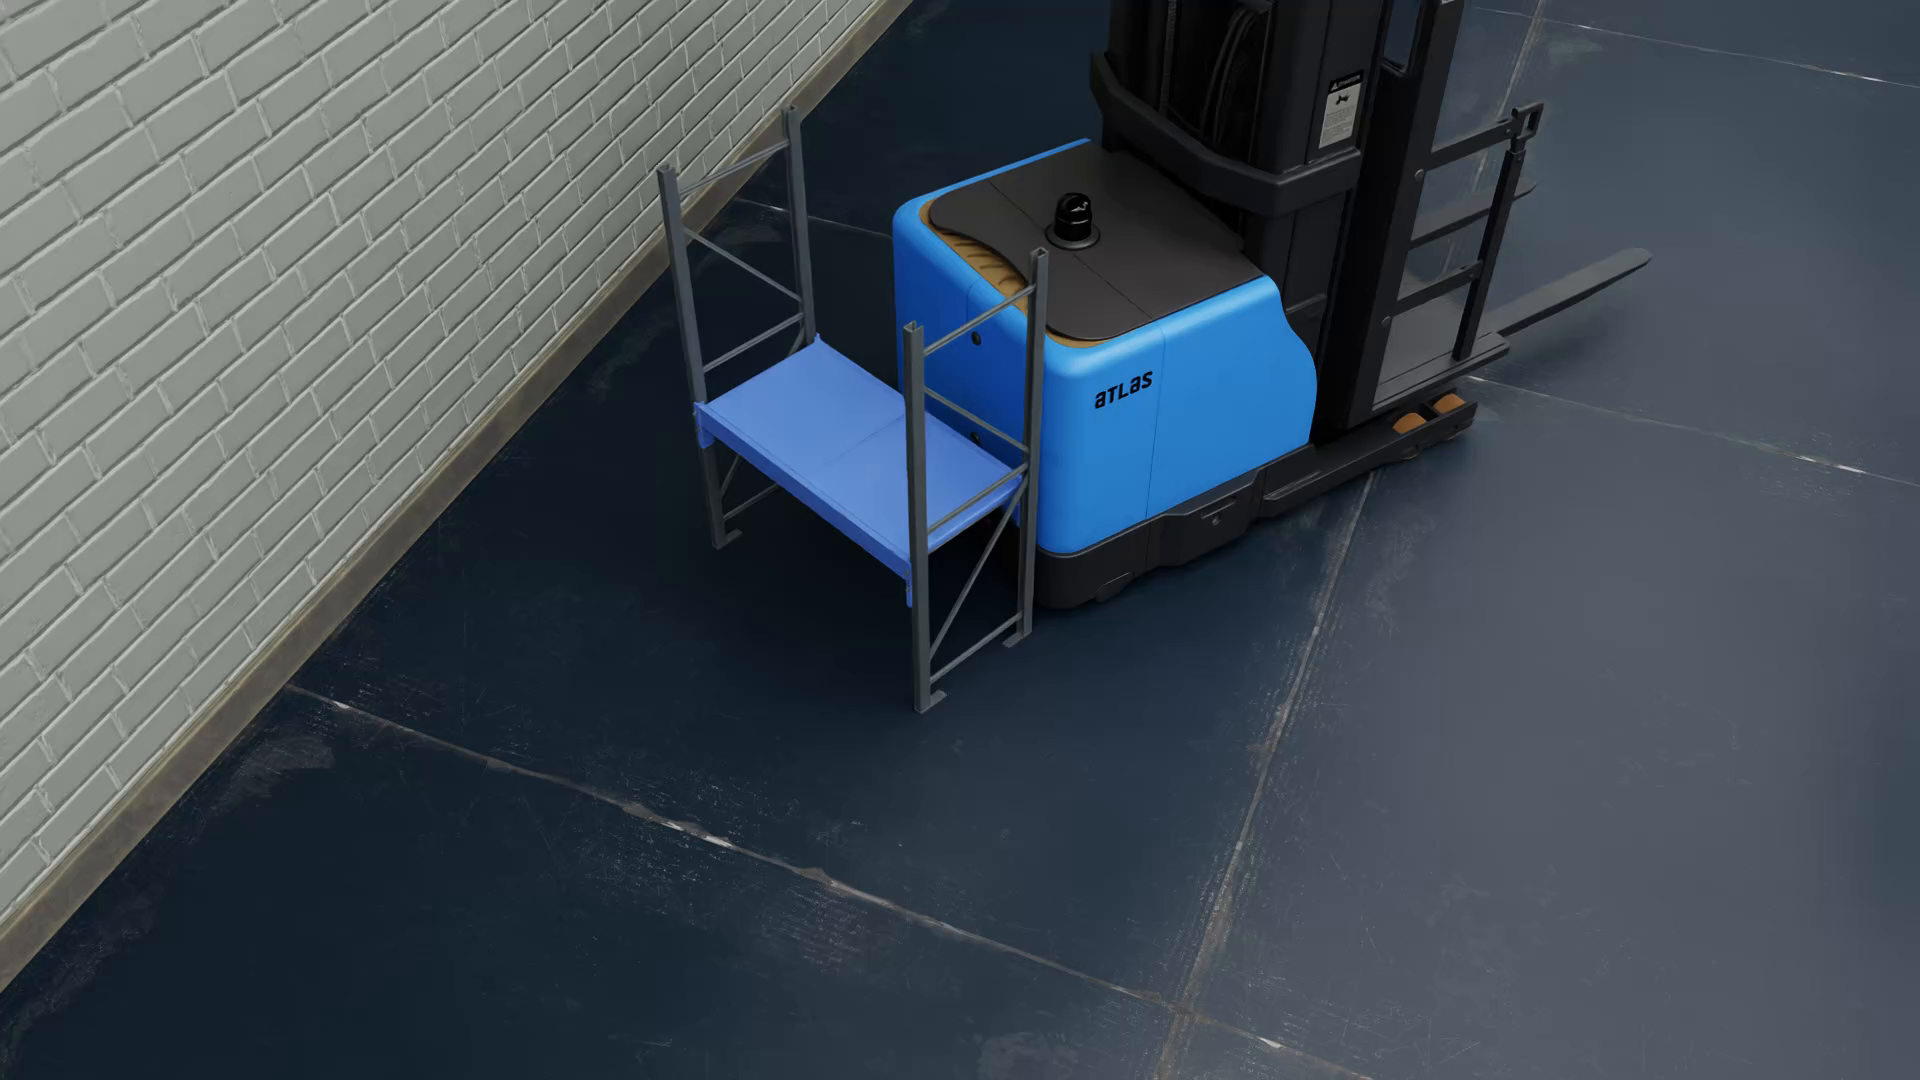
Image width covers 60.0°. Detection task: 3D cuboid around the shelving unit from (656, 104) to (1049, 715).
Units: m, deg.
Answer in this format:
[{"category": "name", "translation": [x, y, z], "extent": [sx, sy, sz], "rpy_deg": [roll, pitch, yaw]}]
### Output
[{"category": "shelving unit", "translation": [-0.310, -0.371, 5.060], "extent": [0.538, 1.500, 1.048], "rpy_deg": [-35, 54, -30]}]

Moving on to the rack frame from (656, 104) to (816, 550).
[{"category": "rack frame", "translation": [-0.665, -0.628, 5.318], "extent": [0.500, 1.500, 0.032], "rpy_deg": [-35, 54, -30]}]

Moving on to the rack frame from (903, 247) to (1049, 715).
[{"category": "rack frame", "translation": [0.046, -0.115, 4.802], "extent": [0.500, 1.500, 0.032], "rpy_deg": [-35, 54, -30]}]

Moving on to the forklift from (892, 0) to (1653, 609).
[{"category": "forklift", "translation": [1.284, -1.624, 5.304], "extent": [3.031, 2.935, 1.130], "rpy_deg": [-24, 50, -23]}]

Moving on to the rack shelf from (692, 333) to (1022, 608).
[{"category": "rack shelf", "translation": [-0.310, -0.244, 5.187], "extent": [0.538, 0.185, 1.000], "rpy_deg": [-35, 54, -30]}]
